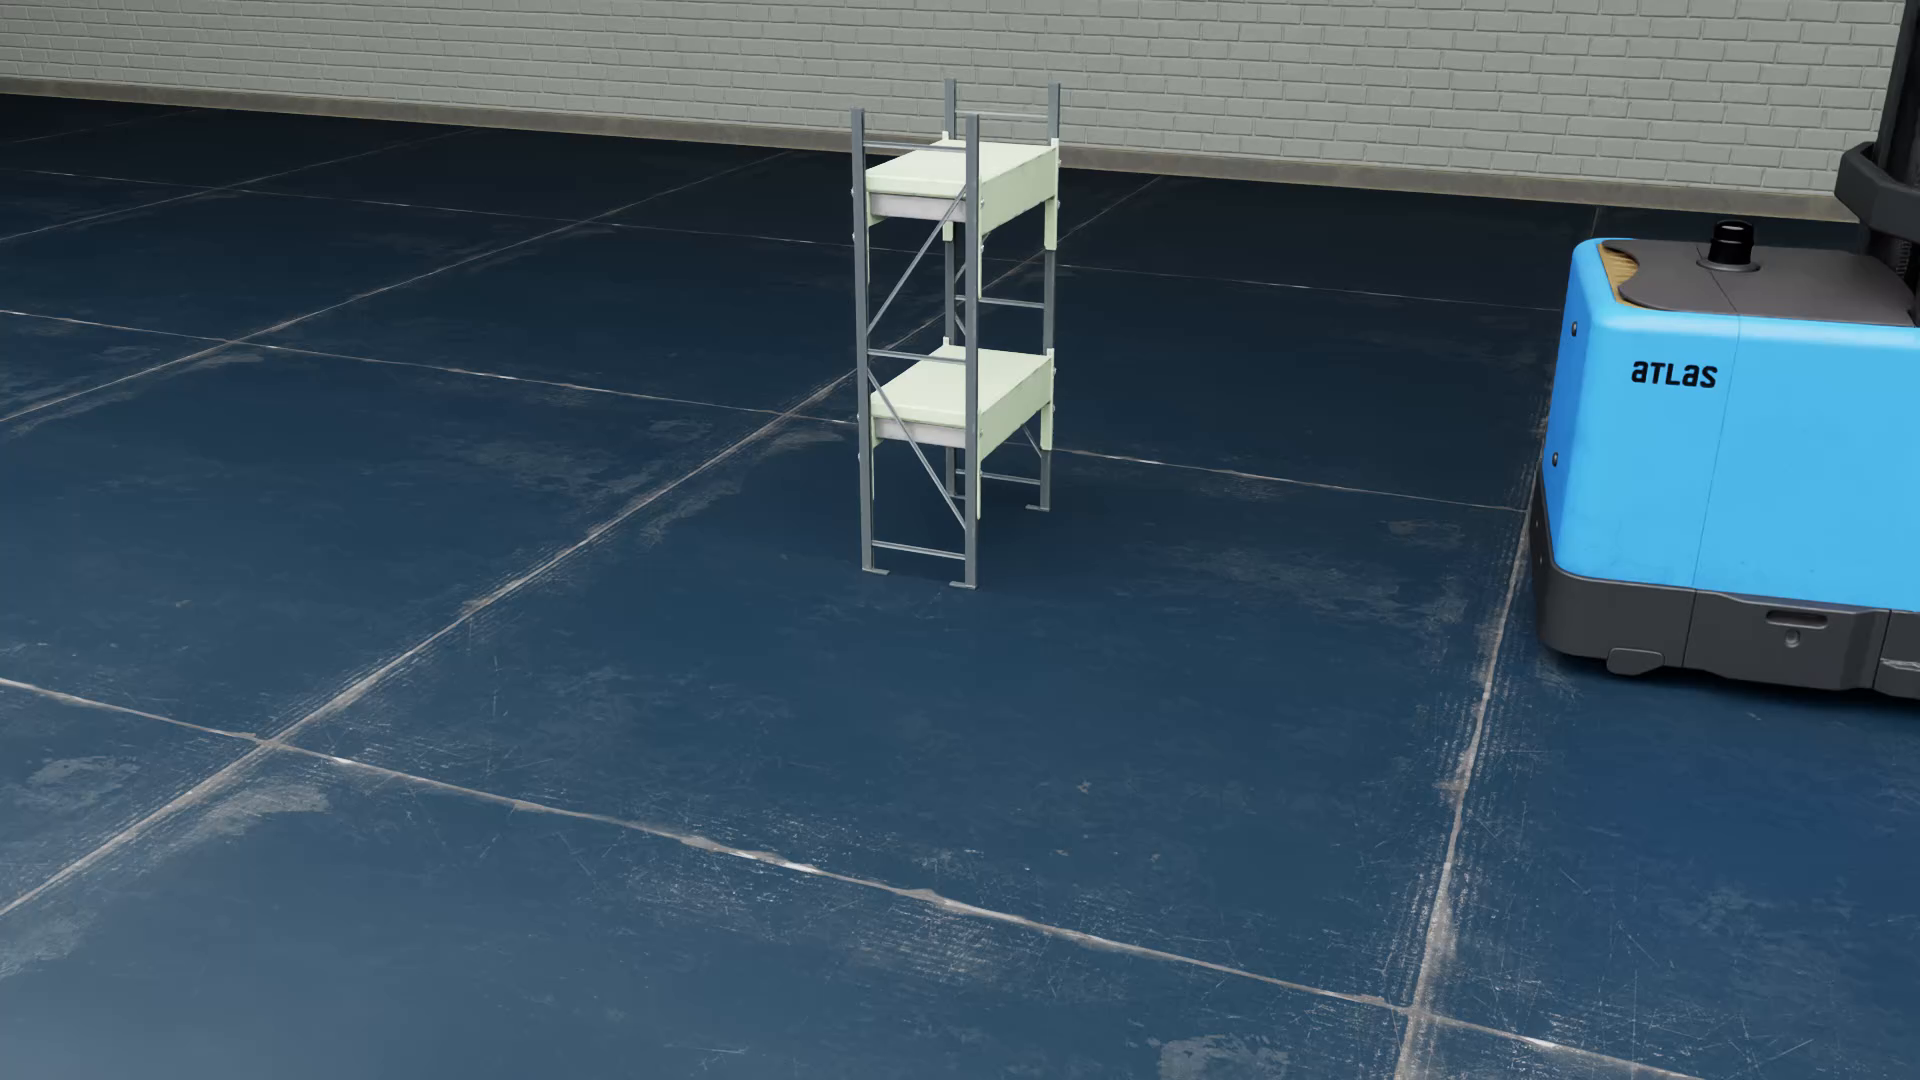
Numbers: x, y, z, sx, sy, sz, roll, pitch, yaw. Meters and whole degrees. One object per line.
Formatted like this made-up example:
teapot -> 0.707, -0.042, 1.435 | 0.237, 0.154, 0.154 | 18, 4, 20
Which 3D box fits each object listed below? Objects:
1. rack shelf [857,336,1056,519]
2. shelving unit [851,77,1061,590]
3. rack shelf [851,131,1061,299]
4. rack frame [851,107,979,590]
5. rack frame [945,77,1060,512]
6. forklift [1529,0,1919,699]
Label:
rack shelf -> 0.002, -0.394, 5.592 | 0.431, 0.370, 0.720 | 9, 24, 20
shelving unit -> 0.002, -0.694, 5.467 | 0.431, 1.500, 0.755 | 9, 24, 20
rack shelf -> 0.002, -1.055, 5.316 | 0.431, 0.370, 0.720 | 9, 24, 20
rack frame -> -0.133, -0.563, 5.153 | 0.400, 1.500, 0.023 | 9, 24, 20
rack frame -> 0.138, -0.825, 5.780 | 0.400, 1.500, 0.023 | 9, 24, 20
forklift -> 3.273, -1.002, 4.346 | 3.031, 2.935, 1.130 | 6, 23, 14
